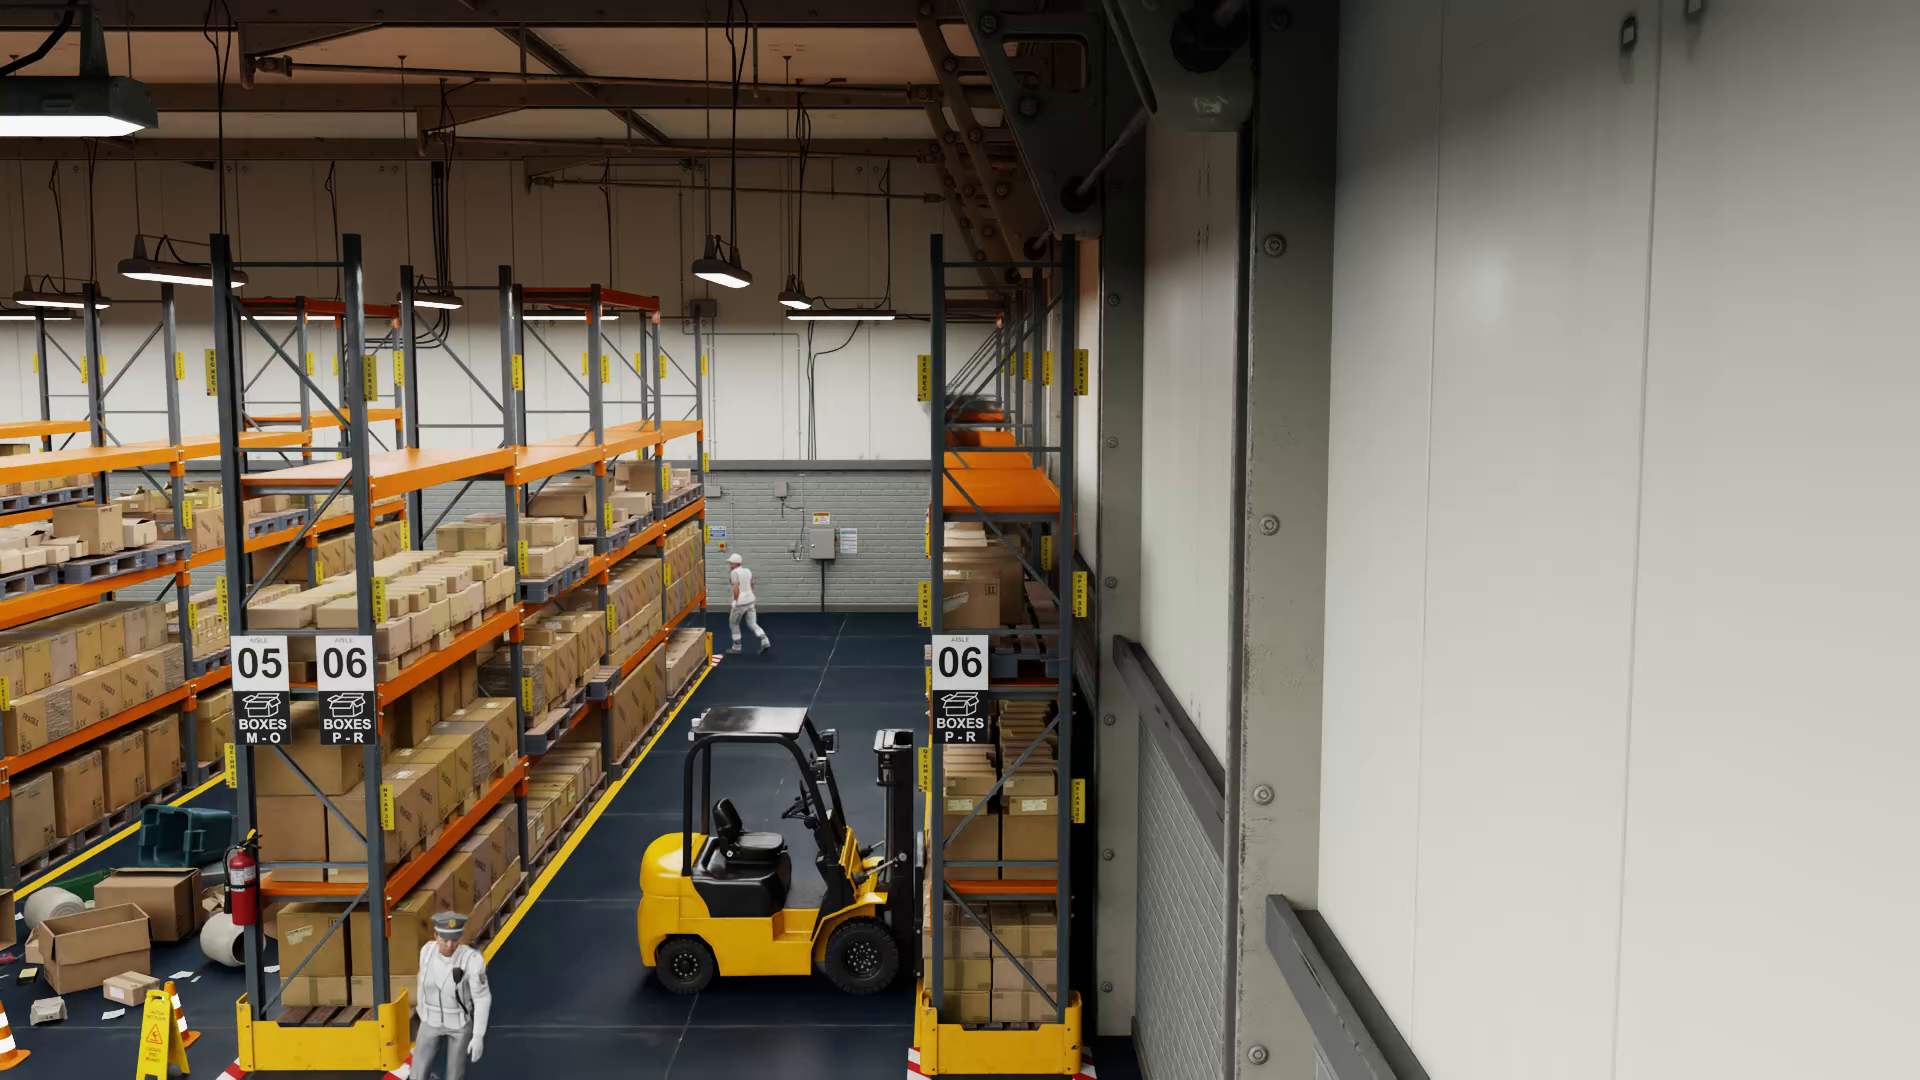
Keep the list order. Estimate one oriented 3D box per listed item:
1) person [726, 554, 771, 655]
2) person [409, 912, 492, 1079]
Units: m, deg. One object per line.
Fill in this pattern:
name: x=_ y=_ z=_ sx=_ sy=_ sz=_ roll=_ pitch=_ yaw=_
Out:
person: x=-3.691 y=1.118 z=28.636 sx=0.917 sy=1.749 sz=0.681 roll=4 pitch=8 yaw=35
person: x=-3.341 y=3.173 z=10.878 sx=0.620 sy=1.619 sz=0.556 roll=0 pitch=6 yaw=2
